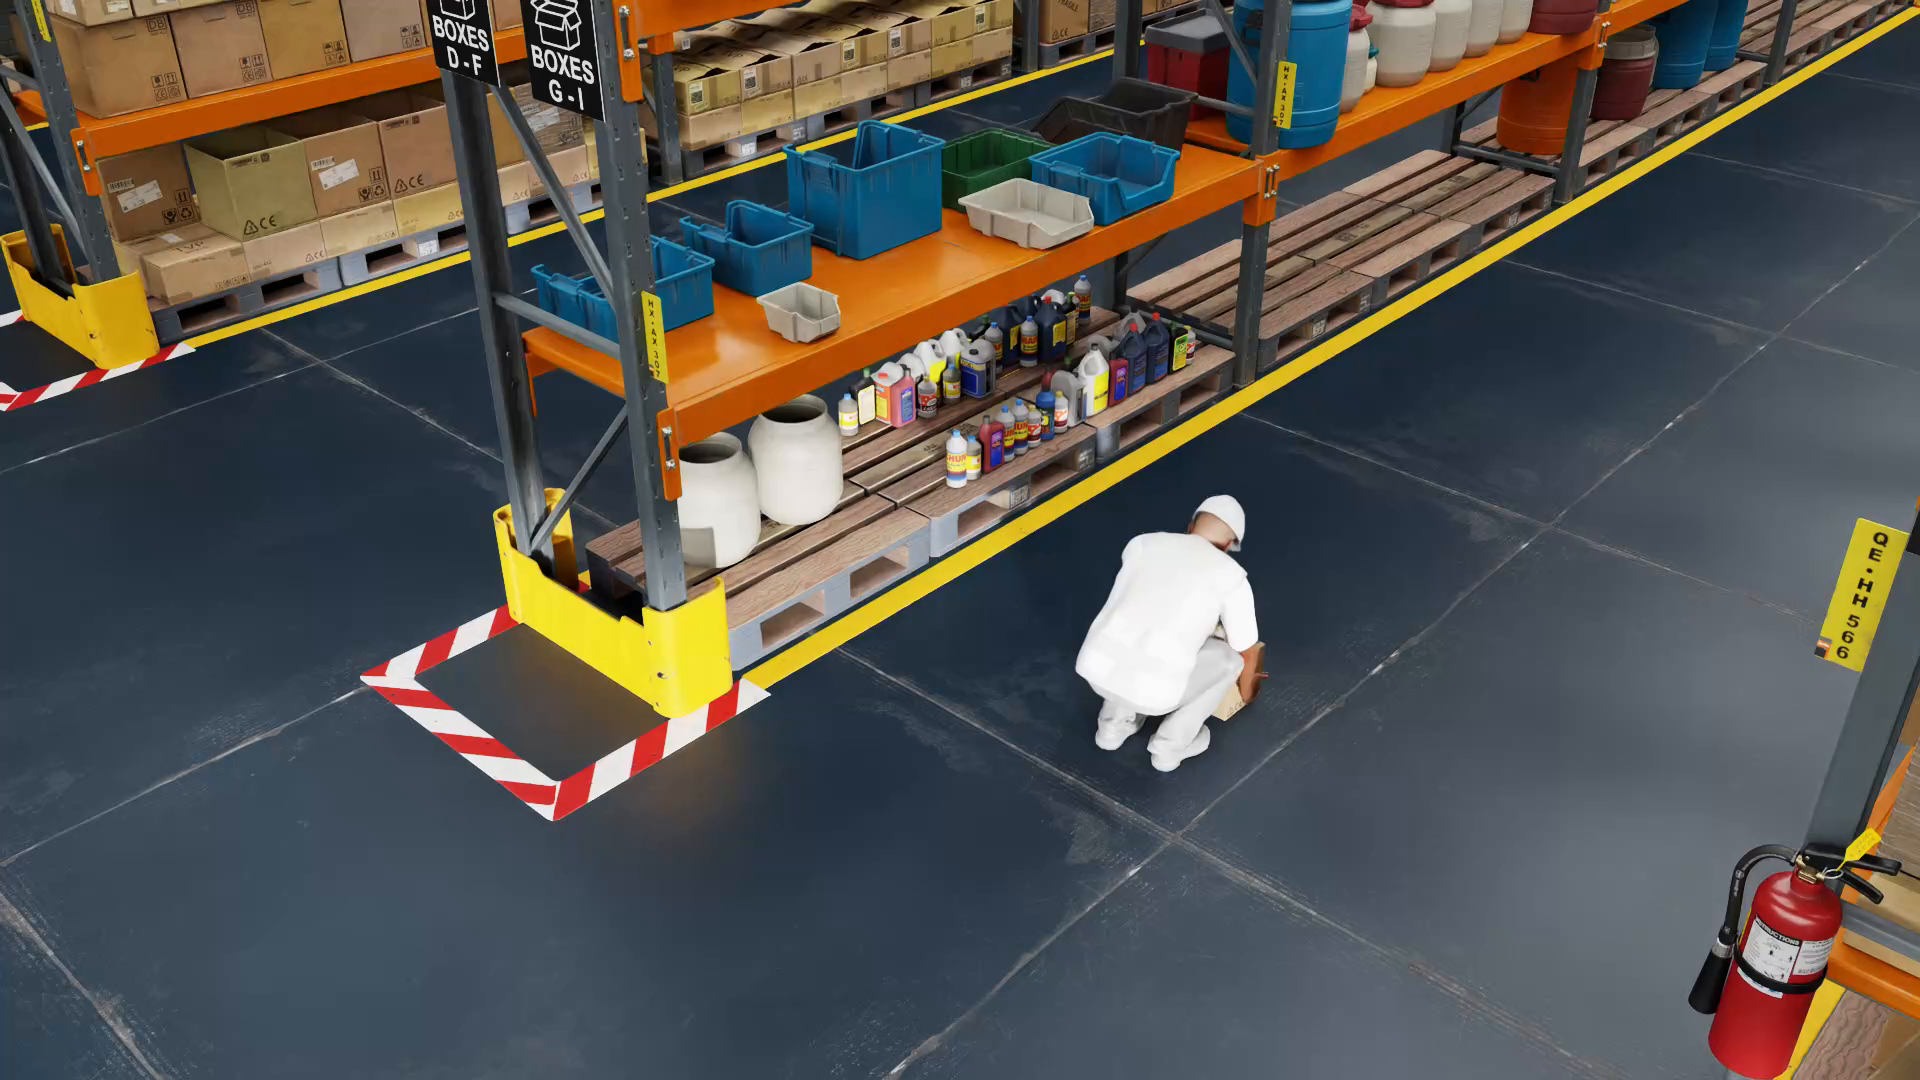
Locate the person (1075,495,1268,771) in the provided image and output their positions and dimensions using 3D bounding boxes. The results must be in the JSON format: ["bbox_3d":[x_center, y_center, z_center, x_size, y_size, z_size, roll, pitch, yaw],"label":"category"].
[{"bbox_3d":[0.800,0.357,6.370,0.560,0.895,0.895,25,39,35],"label":"person"}]
